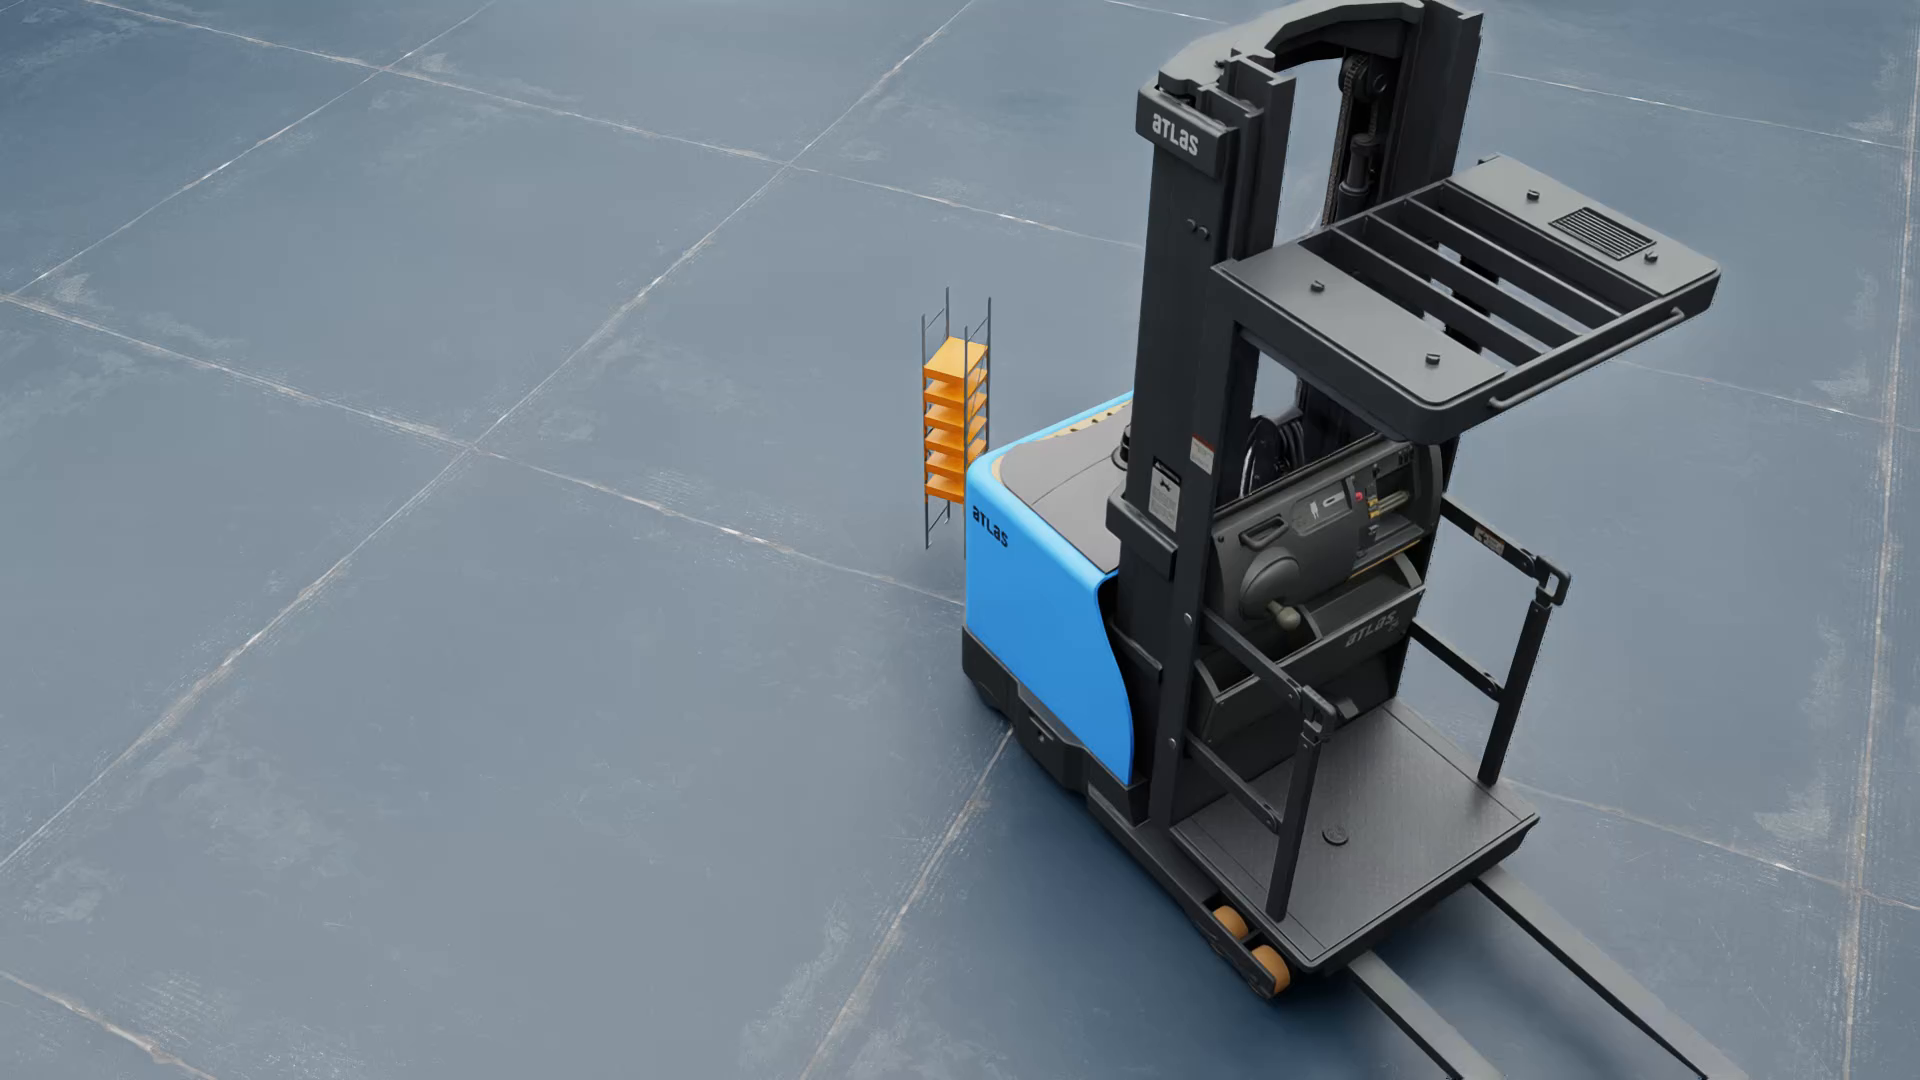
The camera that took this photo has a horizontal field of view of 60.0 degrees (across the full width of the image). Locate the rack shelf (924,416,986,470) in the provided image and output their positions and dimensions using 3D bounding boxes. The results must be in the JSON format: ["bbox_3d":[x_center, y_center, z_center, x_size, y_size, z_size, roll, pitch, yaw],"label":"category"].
[{"bbox_3d":[-0.013,-0.424,6.891,0.180,0.103,0.258,17,44,19],"label":"rack shelf"}]

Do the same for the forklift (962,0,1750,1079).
[{"bbox_3d":[1.260,0.038,4.969,1.130,2.935,3.031,-25,47,-26],"label":"forklift"}]

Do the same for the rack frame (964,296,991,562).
[{"bbox_3d":[0.070,-0.432,6.832,0.006,1.200,0.240,17,44,19],"label":"rack frame"}]

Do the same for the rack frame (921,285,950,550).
[{"bbox_3d":[-0.096,-0.483,6.891,0.006,1.200,0.240,17,44,19],"label":"rack frame"}]

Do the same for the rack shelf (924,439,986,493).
[{"bbox_3d":[-0.013,-0.333,6.969,0.180,0.103,0.258,17,44,19],"label":"rack shelf"}]

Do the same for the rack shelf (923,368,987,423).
[{"bbox_3d":[-0.013,-0.605,6.734,0.180,0.103,0.258,17,44,19],"label":"rack shelf"}]

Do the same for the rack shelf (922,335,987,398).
[{"bbox_3d":[-0.013,-0.696,6.655,0.180,0.103,0.258,17,44,19],"label":"rack shelf"}]

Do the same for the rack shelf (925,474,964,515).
[{"bbox_3d":[-0.013,-0.242,7.048,0.180,0.103,0.258,17,44,19],"label":"rack shelf"}]

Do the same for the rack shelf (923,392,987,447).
[{"bbox_3d":[-0.013,-0.514,6.812,0.180,0.103,0.258,17,44,19],"label":"rack shelf"}]

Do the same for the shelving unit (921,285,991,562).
[{"bbox_3d":[-0.013,-0.457,6.862,0.189,1.200,0.258,17,44,19],"label":"shelving unit"}]
